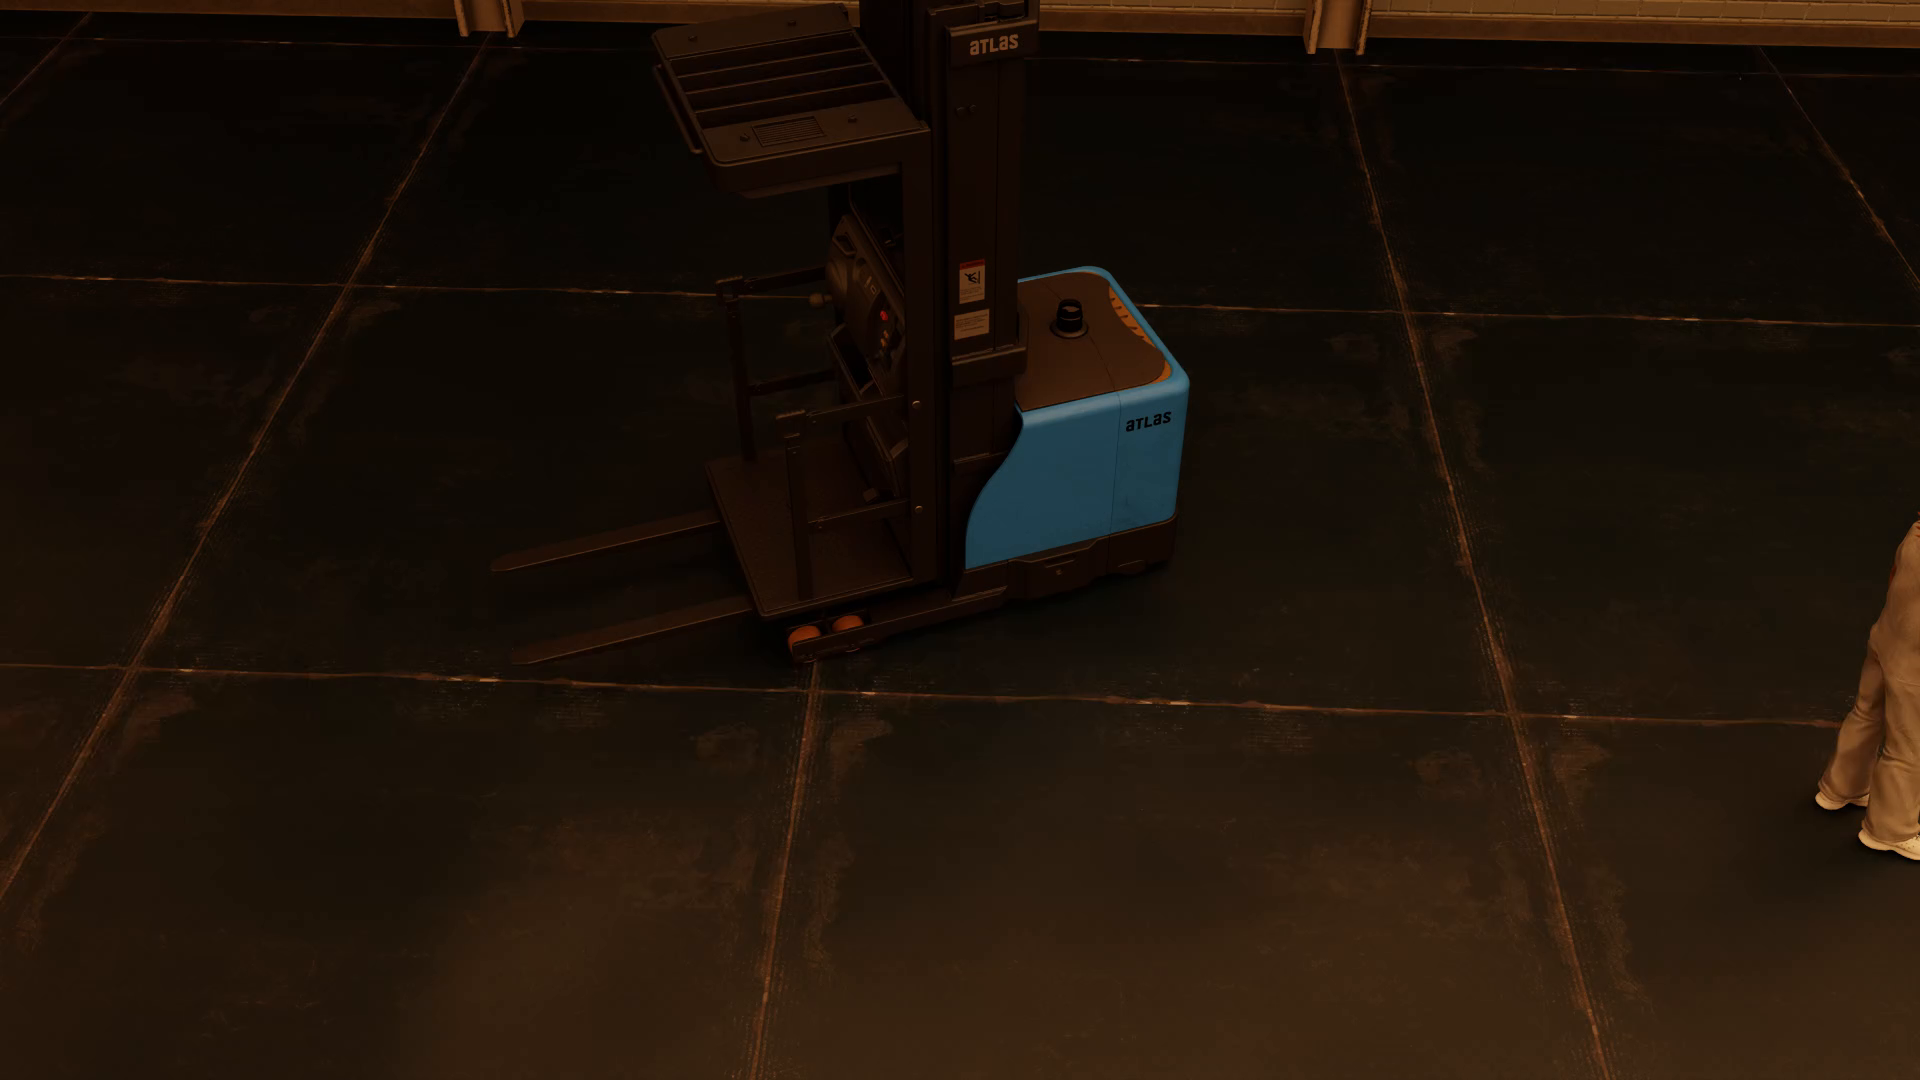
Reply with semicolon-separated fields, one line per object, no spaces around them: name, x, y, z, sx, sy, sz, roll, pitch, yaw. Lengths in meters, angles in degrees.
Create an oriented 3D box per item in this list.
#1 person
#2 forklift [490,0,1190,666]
person;3.603;0.453;6.166;0.548;1.674;0.549;2;42;3
forklift;-0.573;-0.945;6.778;3.031;2.935;1.130;-13;44;-14
